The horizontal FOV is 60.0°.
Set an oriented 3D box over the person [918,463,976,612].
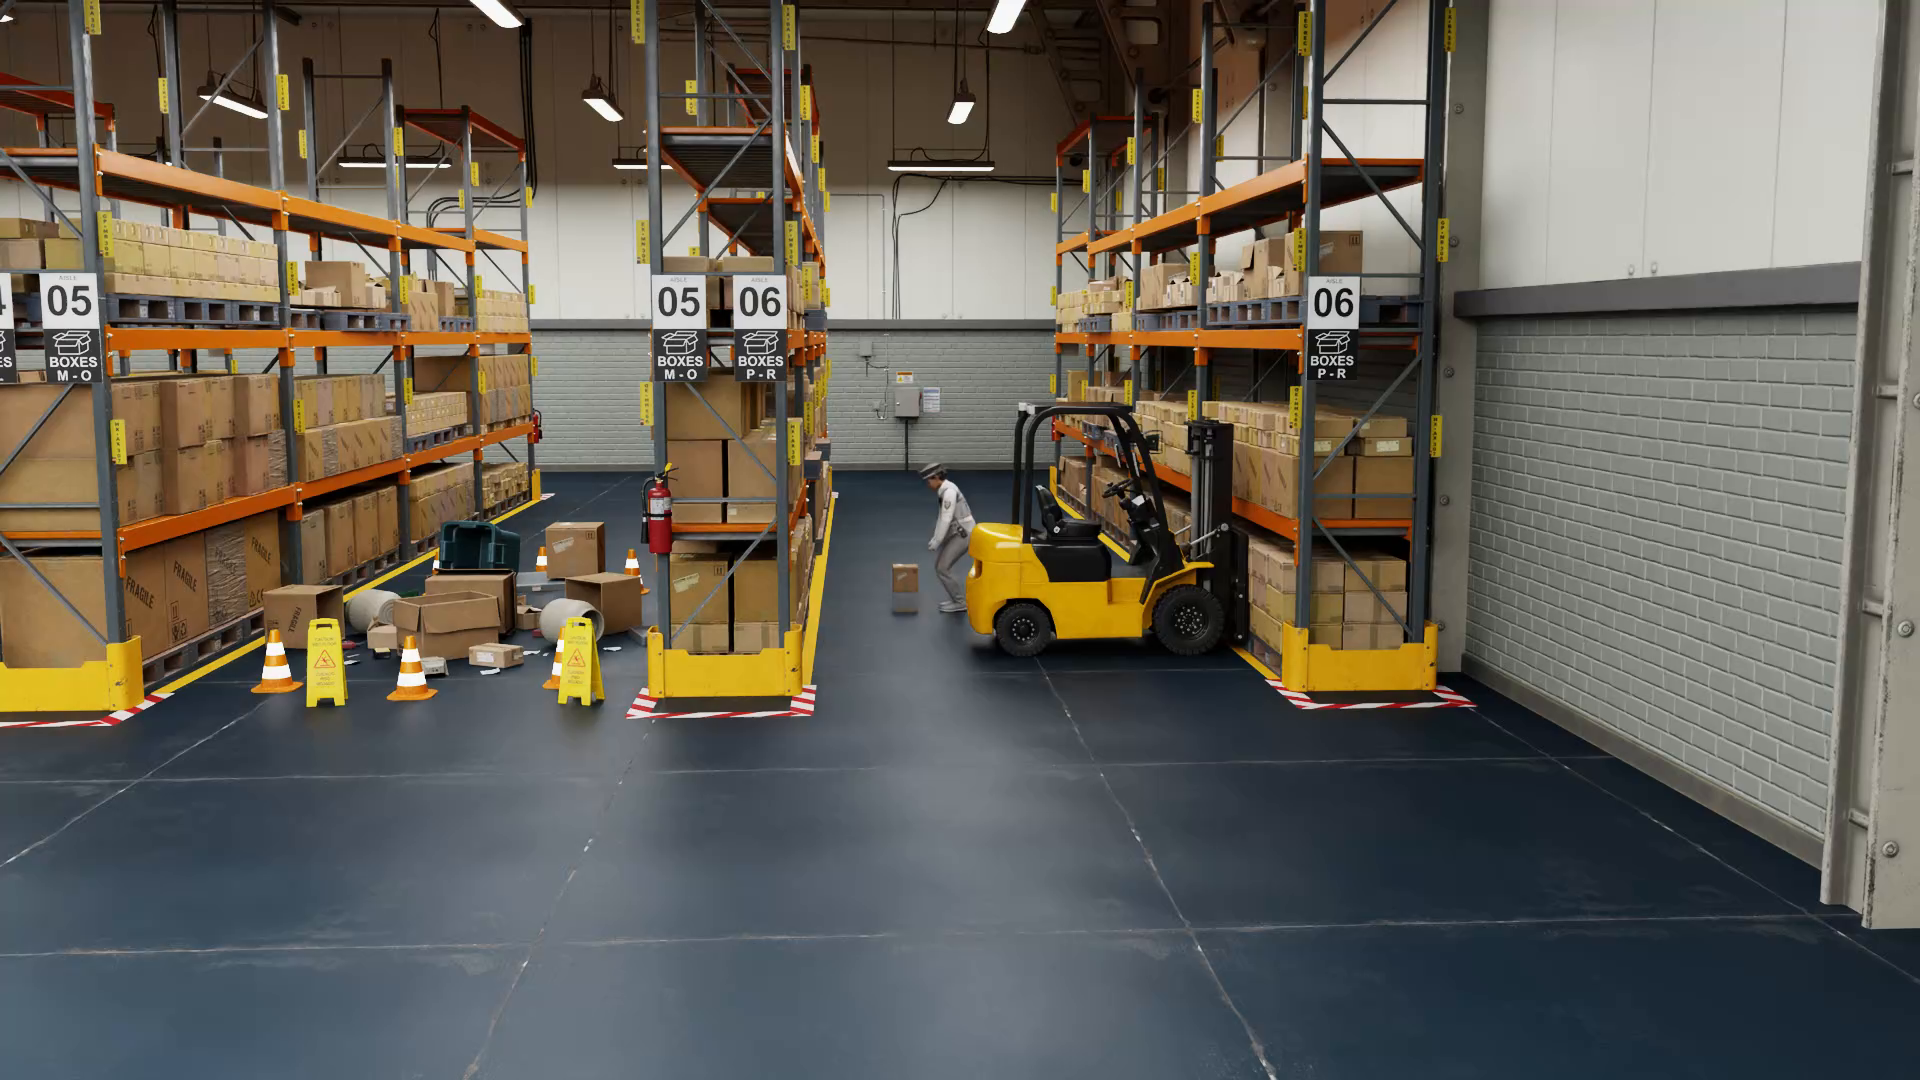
[{"bbox_3d":[-0.114,-0.029,16.713,0.613,1.501,0.529,0,7,-3],"label":"person"}]
